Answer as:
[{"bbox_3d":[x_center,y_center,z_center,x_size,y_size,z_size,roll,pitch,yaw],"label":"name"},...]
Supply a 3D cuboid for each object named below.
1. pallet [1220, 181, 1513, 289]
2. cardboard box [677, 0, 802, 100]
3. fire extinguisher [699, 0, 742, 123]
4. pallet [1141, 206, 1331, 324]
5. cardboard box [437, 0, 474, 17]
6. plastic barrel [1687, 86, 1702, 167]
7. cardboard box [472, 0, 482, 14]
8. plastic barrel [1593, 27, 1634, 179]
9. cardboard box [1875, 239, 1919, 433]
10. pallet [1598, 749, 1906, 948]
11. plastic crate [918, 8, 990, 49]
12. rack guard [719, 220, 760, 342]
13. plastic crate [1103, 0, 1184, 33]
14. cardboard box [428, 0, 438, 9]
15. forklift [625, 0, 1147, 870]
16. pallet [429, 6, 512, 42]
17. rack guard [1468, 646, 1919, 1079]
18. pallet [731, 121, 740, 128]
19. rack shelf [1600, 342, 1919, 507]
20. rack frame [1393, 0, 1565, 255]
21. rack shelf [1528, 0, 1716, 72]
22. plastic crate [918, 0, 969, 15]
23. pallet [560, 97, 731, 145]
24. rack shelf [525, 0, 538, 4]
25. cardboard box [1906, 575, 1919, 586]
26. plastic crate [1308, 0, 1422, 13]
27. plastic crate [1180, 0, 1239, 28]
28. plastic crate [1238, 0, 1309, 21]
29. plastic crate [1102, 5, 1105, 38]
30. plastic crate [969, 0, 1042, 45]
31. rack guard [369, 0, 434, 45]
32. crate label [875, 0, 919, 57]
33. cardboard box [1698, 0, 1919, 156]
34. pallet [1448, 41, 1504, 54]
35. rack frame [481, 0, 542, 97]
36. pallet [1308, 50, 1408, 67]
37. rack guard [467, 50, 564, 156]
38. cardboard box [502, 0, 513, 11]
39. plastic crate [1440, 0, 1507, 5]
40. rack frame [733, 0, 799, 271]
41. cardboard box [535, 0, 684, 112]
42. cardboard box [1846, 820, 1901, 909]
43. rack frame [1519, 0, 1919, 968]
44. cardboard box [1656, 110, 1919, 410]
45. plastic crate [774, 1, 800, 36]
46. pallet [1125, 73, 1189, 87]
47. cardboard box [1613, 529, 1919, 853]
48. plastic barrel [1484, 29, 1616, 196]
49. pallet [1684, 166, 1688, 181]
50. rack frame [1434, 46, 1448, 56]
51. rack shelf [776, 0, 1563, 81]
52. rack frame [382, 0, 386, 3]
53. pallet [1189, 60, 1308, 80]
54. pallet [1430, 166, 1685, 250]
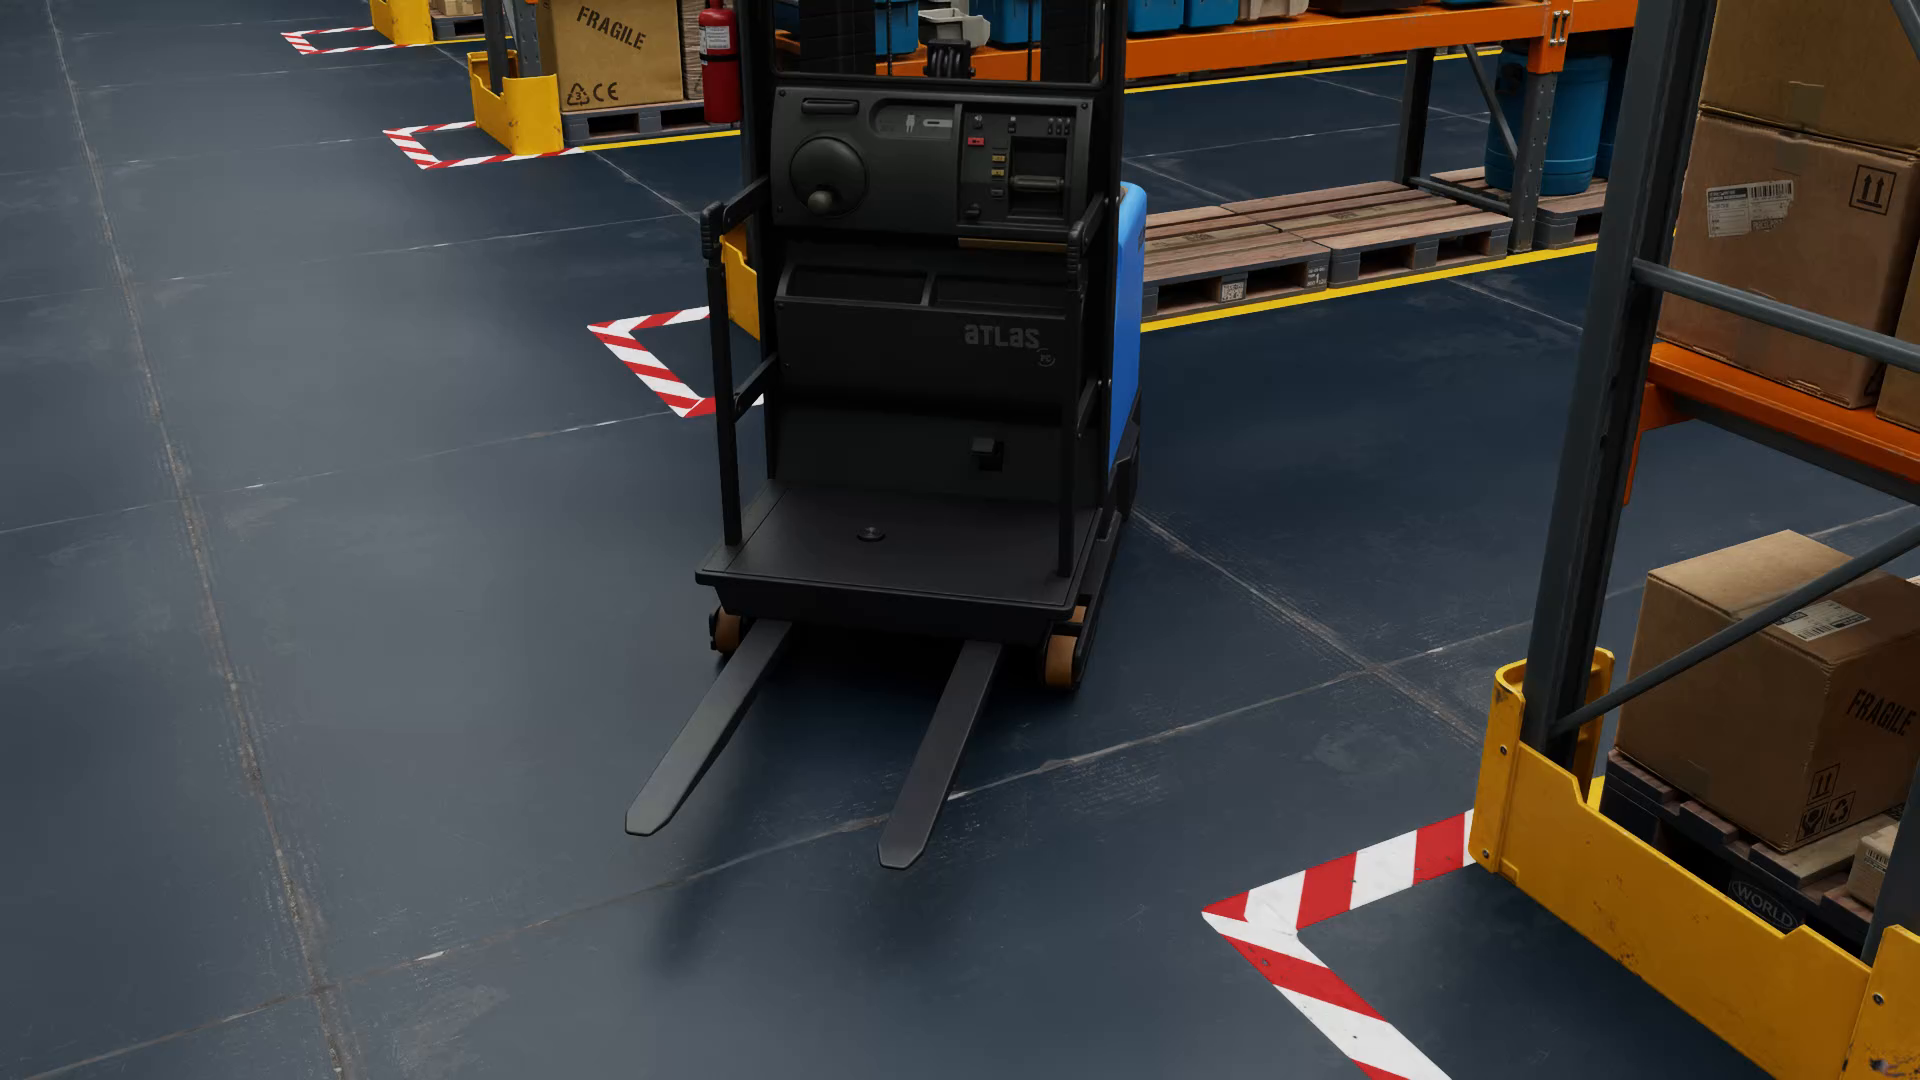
[{"bbox_3d":[2.171,-1.668,8.981,1.213,0.211,1.003,-13,29,-25],"label":"pallet"},{"bbox_3d":[-1.728,-3.744,12.053,0.875,0.875,0.875,-13,29,-25],"label":"cardboard box"},{"bbox_3d":[-1.074,-2.215,7.418,0.183,0.674,0.296,-13,29,-25],"label":"fire extinguisher"},{"bbox_3d":[1.094,-1.418,8.460,1.213,0.211,1.003,-13,29,-25],"label":"pallet"},{"bbox_3d":[-4.690,-4.970,15.445,0.250,0.149,0.380,-12,28,-24],"label":"cardboard box"},{"bbox_3d":[4.455,-2.487,9.854,0.421,0.512,0.421,0,26,0],"label":"plastic barrel"},{"bbox_3d":[-4.498,-5.055,15.621,0.250,0.149,0.380,-13,29,-25],"label":"cardboard box"},{"bbox_3d":[3.915,-2.582,9.601,0.708,0.901,0.600,-13,29,-25],"label":"plastic barrel"},{"bbox_3d":[2.116,-0.417,3.038,0.500,0.500,0.500,-12,28,-24],"label":"cardboard box"},{"bbox_3d":[2.370,0.696,4.056,1.213,0.211,1.003,-13,29,-25],"label":"pallet"},{"bbox_3d":[-0.033,-2.142,6.980,0.298,0.136,0.250,-13,29,-25],"label":"plastic crate"},{"bbox_3d":[-0.743,-1.138,7.544,0.348,0.500,1.175,-13,29,-25],"label":"rack guard"},{"bbox_3d":[0.807,-2.419,7.448,0.300,0.233,0.416,-13,29,-25],"label":"plastic crate"},{"bbox_3d":[-4.937,-5.173,15.866,0.250,0.149,0.380,-12,28,-24],"label":"cardboard box"},{"bbox_3d":[-0.130,-1.058,4.567,1.130,2.935,3.031,5,26,11],"label":"forklift"},{"bbox_3d":[-4.502,-4.992,15.903,1.213,0.211,1.003,-13,29,-25],"label":"pallet"},{"bbox_3d":[1.667,0.729,3.655,0.348,0.500,1.175,-13,29,-25],"label":"rack guard"},{"bbox_3d":[-1.314,-3.349,12.482,1.213,0.211,1.003,-13,29,-25],"label":"pallet"},{"bbox_3d":[3.365,-0.466,4.086,4.000,0.370,1.077,-13,29,-25],"label":"rack shelf"},{"bbox_3d":[2.802,-3.090,8.720,0.127,3.000,1.000,-13,29,-25],"label":"rack frame"},{"bbox_3d":[4.567,-3.173,9.724,4.000,0.370,1.077,-13,29,-25],"label":"rack shelf"},{"bbox_3d":[-0.093,-2.419,7.557,0.243,0.136,0.396,-13,29,-25],"label":"plastic crate"},{"bbox_3d":[-2.389,-3.102,11.968,1.213,0.211,1.003,-13,29,-25],"label":"pallet"},{"bbox_3d":[-1.293,-4.250,11.967,4.000,0.370,1.077,-13,29,-25],"label":"rack shelf"},{"bbox_3d":[2.816,0.272,4.387,0.500,0.250,0.500,-13,29,-25],"label":"cardboard box"},{"bbox_3d":[1.941,-2.662,8.078,0.590,0.125,0.437,-13,29,-25],"label":"plastic crate"},{"bbox_3d":[1.072,-2.481,7.575,0.300,0.233,0.416,-13,29,-25],"label":"plastic crate"},{"bbox_3d":[1.407,-2.529,7.786,0.466,0.136,0.293,-13,29,-25],"label":"plastic crate"},{"bbox_3d":[0.566,-2.280,7.268,0.298,0.136,0.250,-13,29,-25],"label":"plastic crate"},{"bbox_3d":[0.226,-2.285,7.168,0.300,0.233,0.416,-13,29,-25],"label":"plastic crate"},{"bbox_3d":[-5.236,-4.970,15.524,0.348,0.500,1.175,-13,29,-25],"label":"rack guard"},{"bbox_3d":[-0.355,-2.151,6.889,0.303,0.233,0.416,-13,29,-25],"label":"crate label"},{"bbox_3d":[1.863,-1.074,3.251,0.500,0.500,0.500,-13,29,-26],"label":"cardboard box"},{"bbox_3d":[4.691,-4.698,15.290,1.213,0.211,1.003,-13,29,-25],"label":"pallet"},{"bbox_3d":[-3.058,-4.167,10.963,0.127,3.000,1.000,-13,29,-25],"label":"rack frame"},{"bbox_3d":[3.270,-4.407,14.686,1.213,0.211,1.003,-13,29,-25],"label":"pallet"},{"bbox_3d":[-3.079,-3.035,11.494,0.348,0.500,1.175,-13,29,-25],"label":"rack guard"},{"bbox_3d":[-4.282,-5.108,15.732,0.250,0.149,0.380,-13,28,-25],"label":"cardboard box"},{"bbox_3d":[2.551,-2.884,8.241,0.575,0.384,0.392,-13,29,-25],"label":"plastic crate"},{"bbox_3d":[-0.727,-2.275,7.023,0.127,3.000,1.000,-13,29,-25],"label":"rack frame"},{"bbox_3d":[-2.531,-3.559,11.667,0.875,0.875,0.875,-13,29,-25],"label":"cardboard box"},{"bbox_3d":[2.131,0.750,3.507,0.250,0.149,0.380,-13,29,-25],"label":"cardboard box"},{"bbox_3d":[1.600,-0.383,3.081,0.127,3.000,1.000,-13,29,-25],"label":"rack frame"},{"bbox_3d":[1.867,-0.623,3.466,0.500,0.500,0.500,-12,28,-24],"label":"cardboard box"},{"bbox_3d":[-0.520,-2.458,7.293,0.499,0.435,0.616,-13,29,-25],"label":"plastic crate"},{"bbox_3d":[1.117,-3.910,13.650,1.213,0.211,1.003,-13,29,-25],"label":"pallet"},{"bbox_3d":[1.964,0.341,3.954,0.500,0.500,0.500,-13,29,-25],"label":"cardboard box"},{"bbox_3d":[3.290,-2.438,9.300,0.708,0.901,0.600,-13,29,-25],"label":"plastic barrel"},{"bbox_3d":[4.580,-2.224,10.139,1.213,0.211,1.003,-13,29,-25],"label":"pallet"},{"bbox_3d":[4.001,-5.796,14.356,0.127,3.000,1.000,-13,29,-25],"label":"rack frame"},{"bbox_3d":[1.037,-2.358,8.027,4.000,0.370,1.077,-13,29,-25],"label":"rack shelf"},{"bbox_3d":[-5.303,-6.082,14.951,0.127,3.000,1.000,-13,29,-25],"label":"rack frame"},{"bbox_3d":[2.195,-4.160,14.172,1.213,0.211,1.003,-13,29,-25],"label":"pallet"},{"bbox_3d":[3.502,-1.974,9.618,1.213,0.211,1.003,-13,29,-25],"label":"pallet"}]
